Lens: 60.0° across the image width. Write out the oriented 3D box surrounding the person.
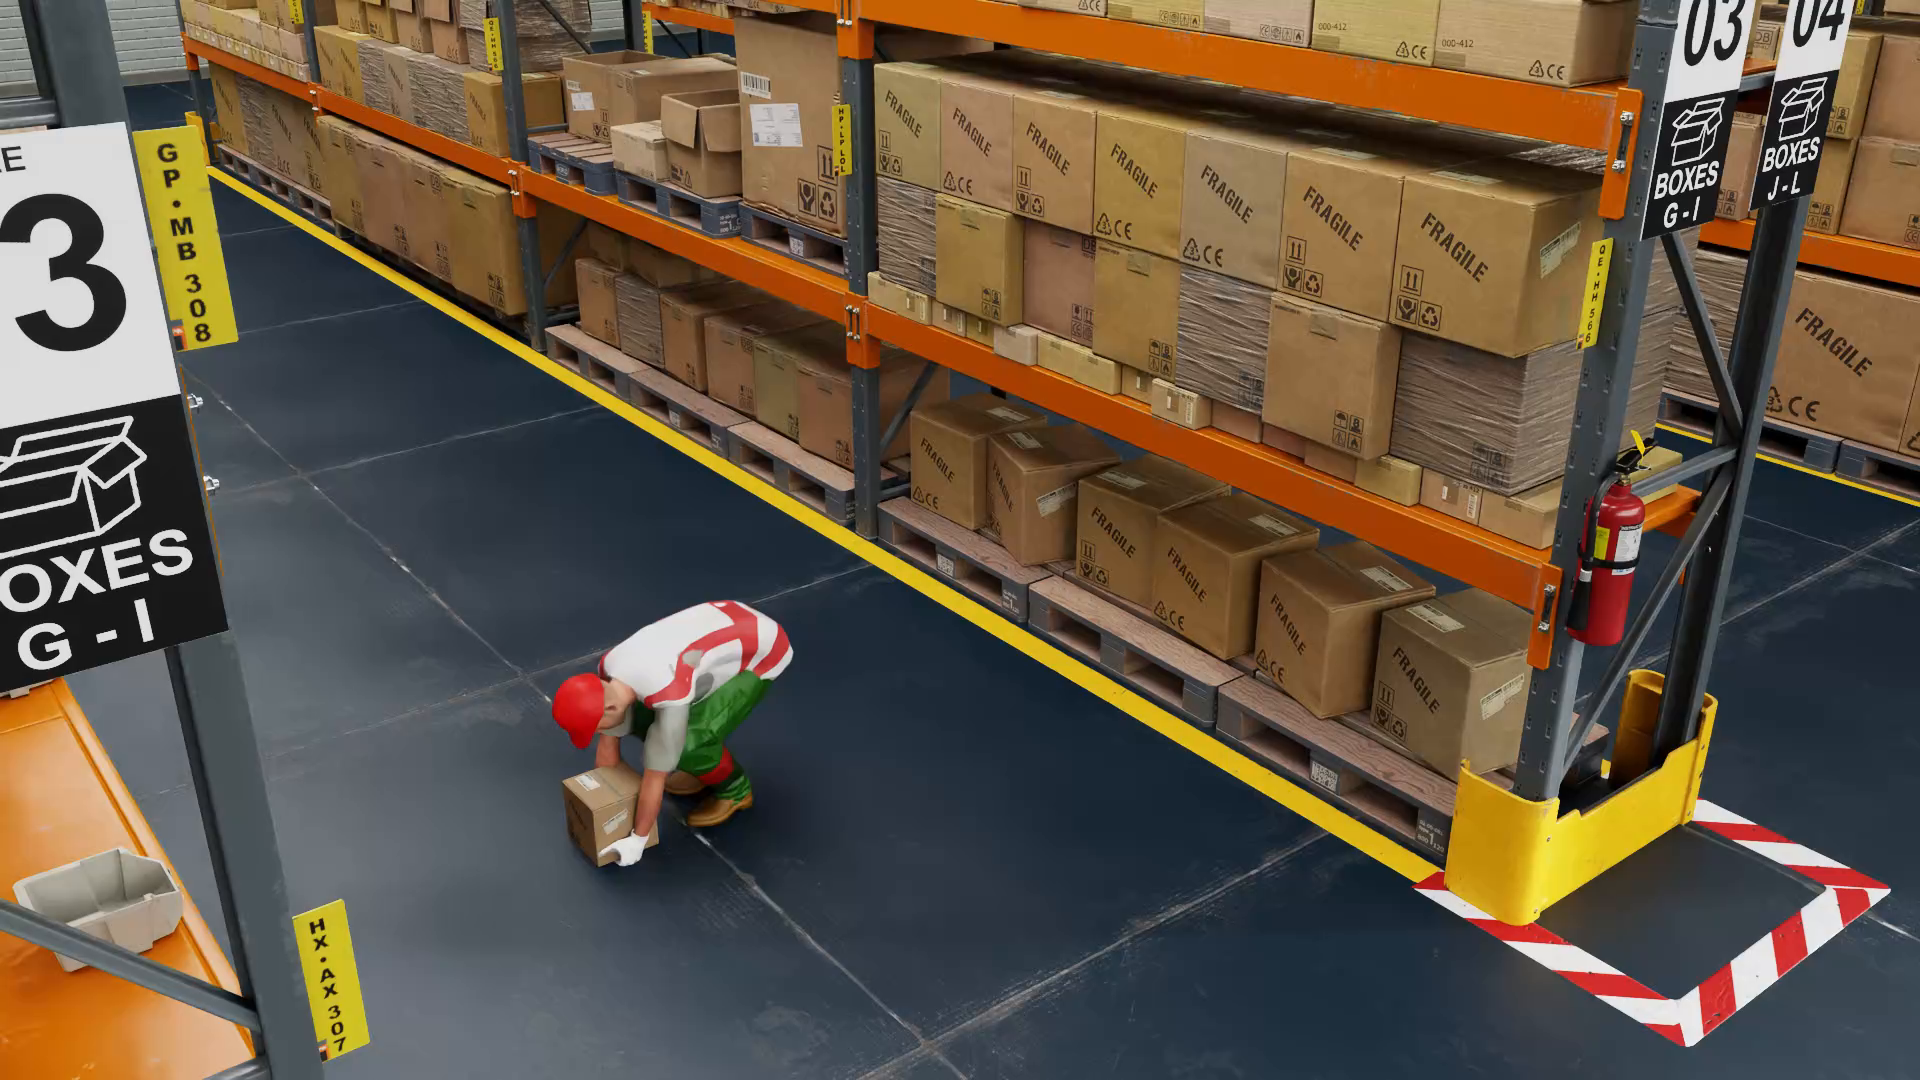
[{"bbox_3d":[-1.077,0.698,6.260,0.966,0.832,0.520,-19,31,-36],"label":"person"}]
